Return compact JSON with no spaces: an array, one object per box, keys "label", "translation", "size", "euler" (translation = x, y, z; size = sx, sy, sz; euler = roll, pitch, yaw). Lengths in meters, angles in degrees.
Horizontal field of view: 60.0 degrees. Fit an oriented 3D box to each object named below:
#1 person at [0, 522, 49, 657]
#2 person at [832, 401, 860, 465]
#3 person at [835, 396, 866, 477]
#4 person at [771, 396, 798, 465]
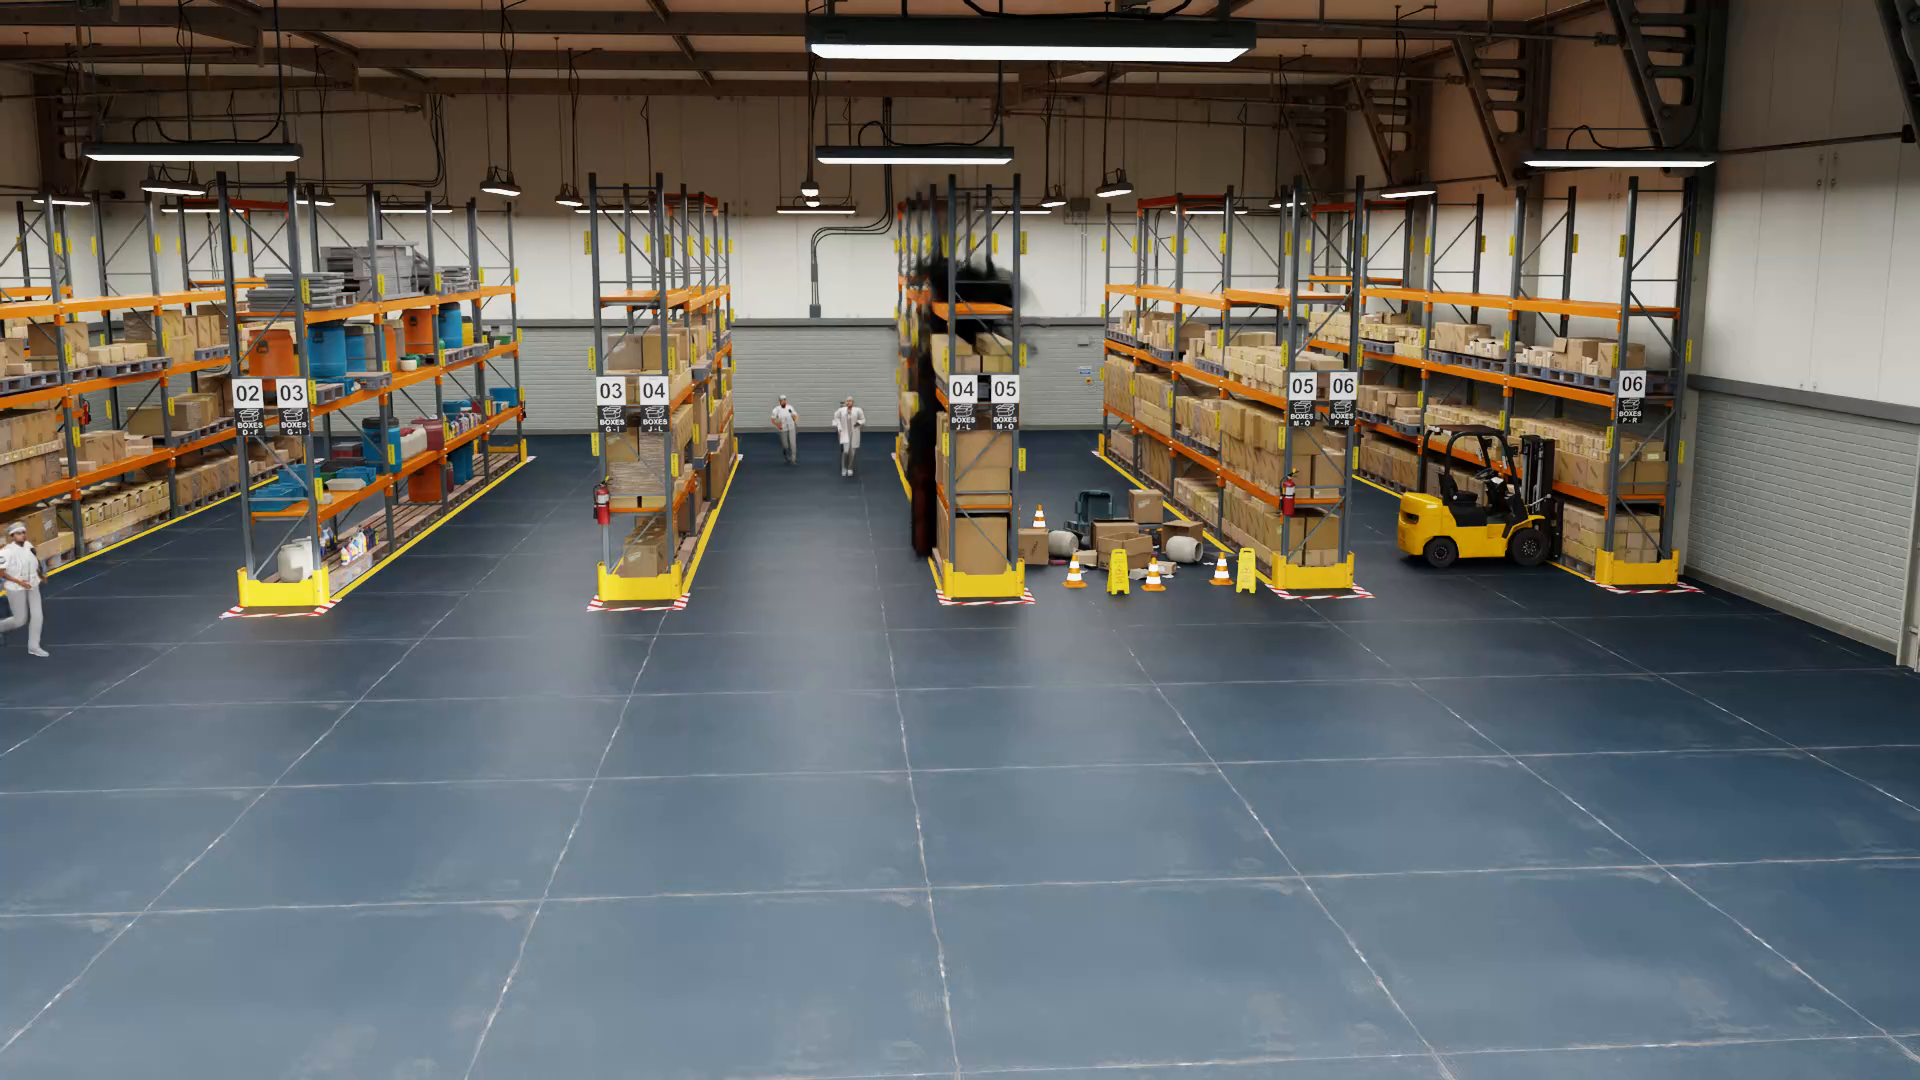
[{"label":"person","translation":[-11.638,0.598,20.585],"size":[0.756,1.695,0.586],"euler":[4,11,21]},{"label":"person","translation":[-2.571,-2.412,37.886],"size":[0.647,1.572,0.916],"euler":[0,10,0]},{"label":"person","translation":[-2.401,-2.257,36.455],"size":[0.676,1.784,0.739],"euler":[0,10,-2]},{"label":"person","translation":[-4.058,-2.558,38.591],"size":[0.641,1.607,0.607],"euler":[-3,11,-18]}]
